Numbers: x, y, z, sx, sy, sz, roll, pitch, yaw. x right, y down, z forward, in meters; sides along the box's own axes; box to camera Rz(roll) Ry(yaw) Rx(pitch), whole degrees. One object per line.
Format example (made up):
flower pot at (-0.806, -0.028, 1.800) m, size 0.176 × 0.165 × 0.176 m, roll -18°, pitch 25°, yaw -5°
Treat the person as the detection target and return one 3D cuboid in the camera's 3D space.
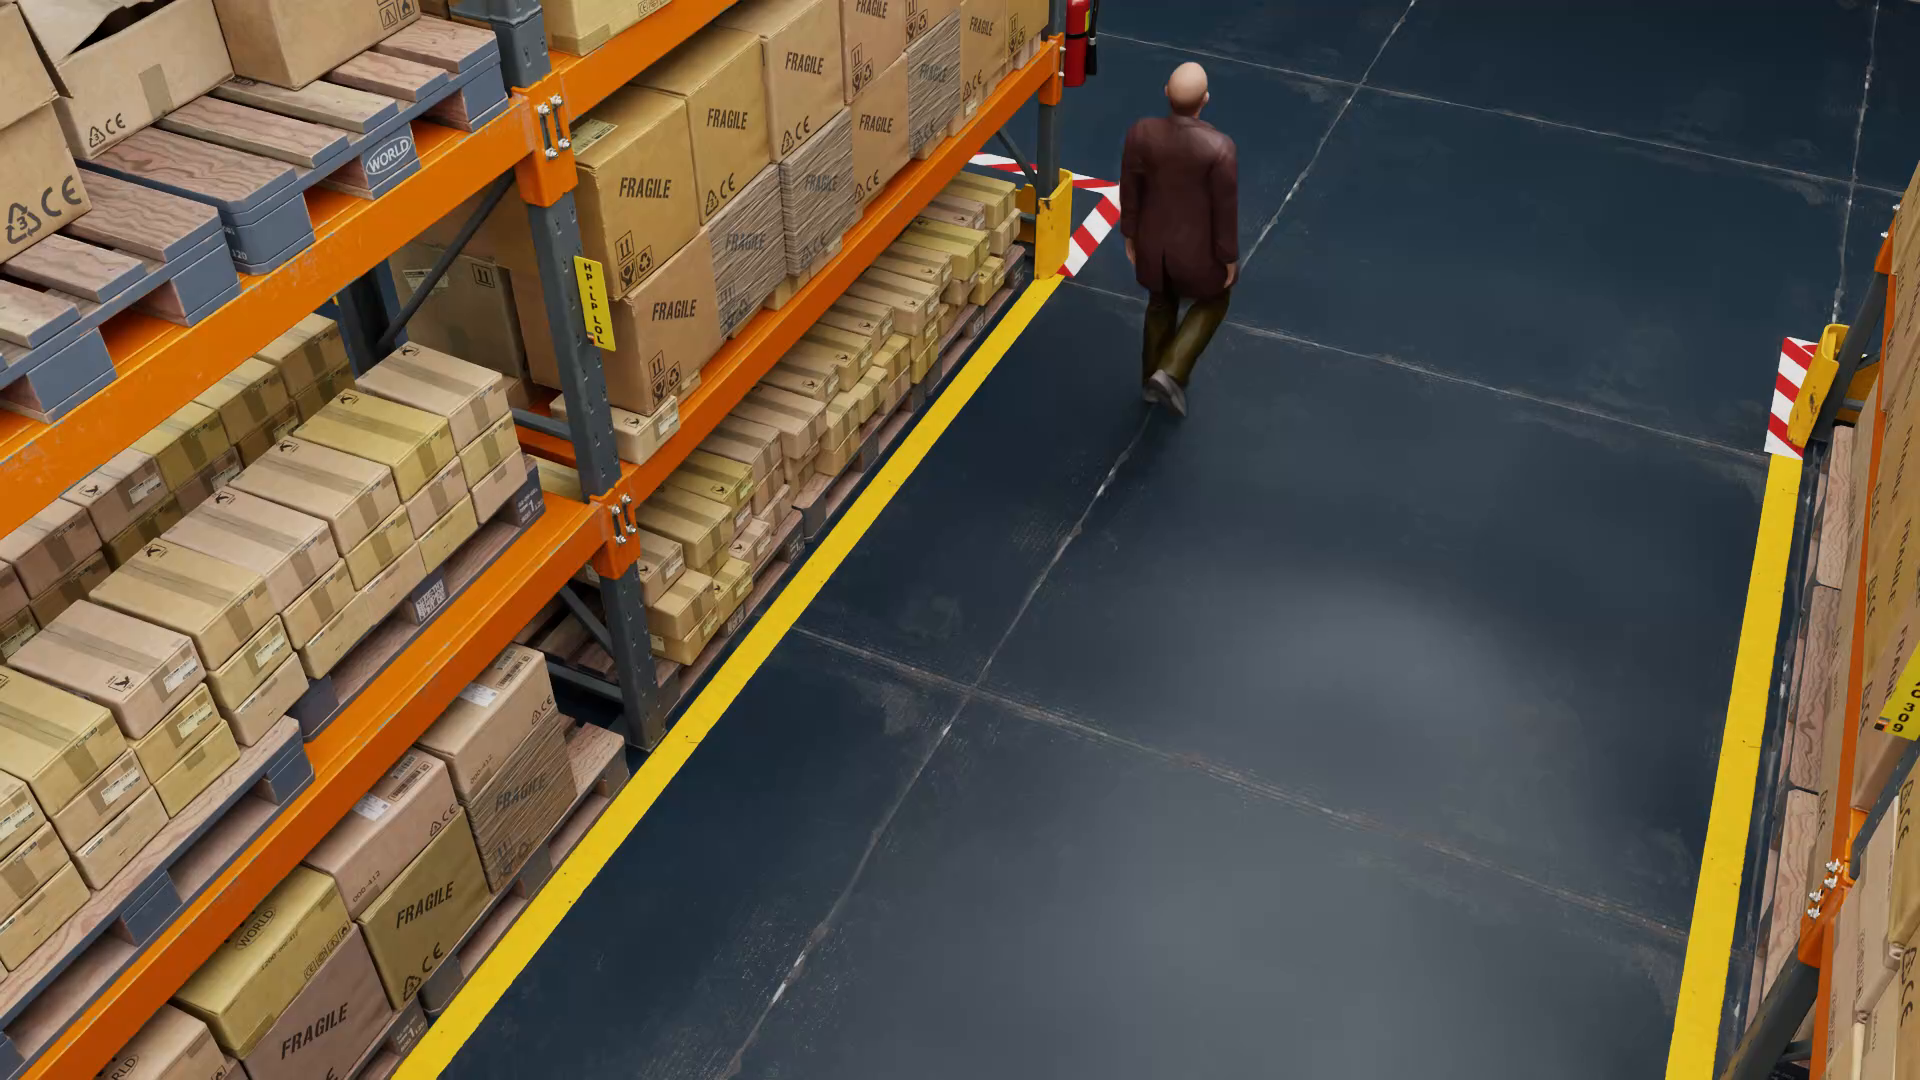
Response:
person at (1.006, -1.362, 7.668) m, size 0.600 × 1.770 × 0.601 m, roll 21°, pitch 45°, yaw 22°
